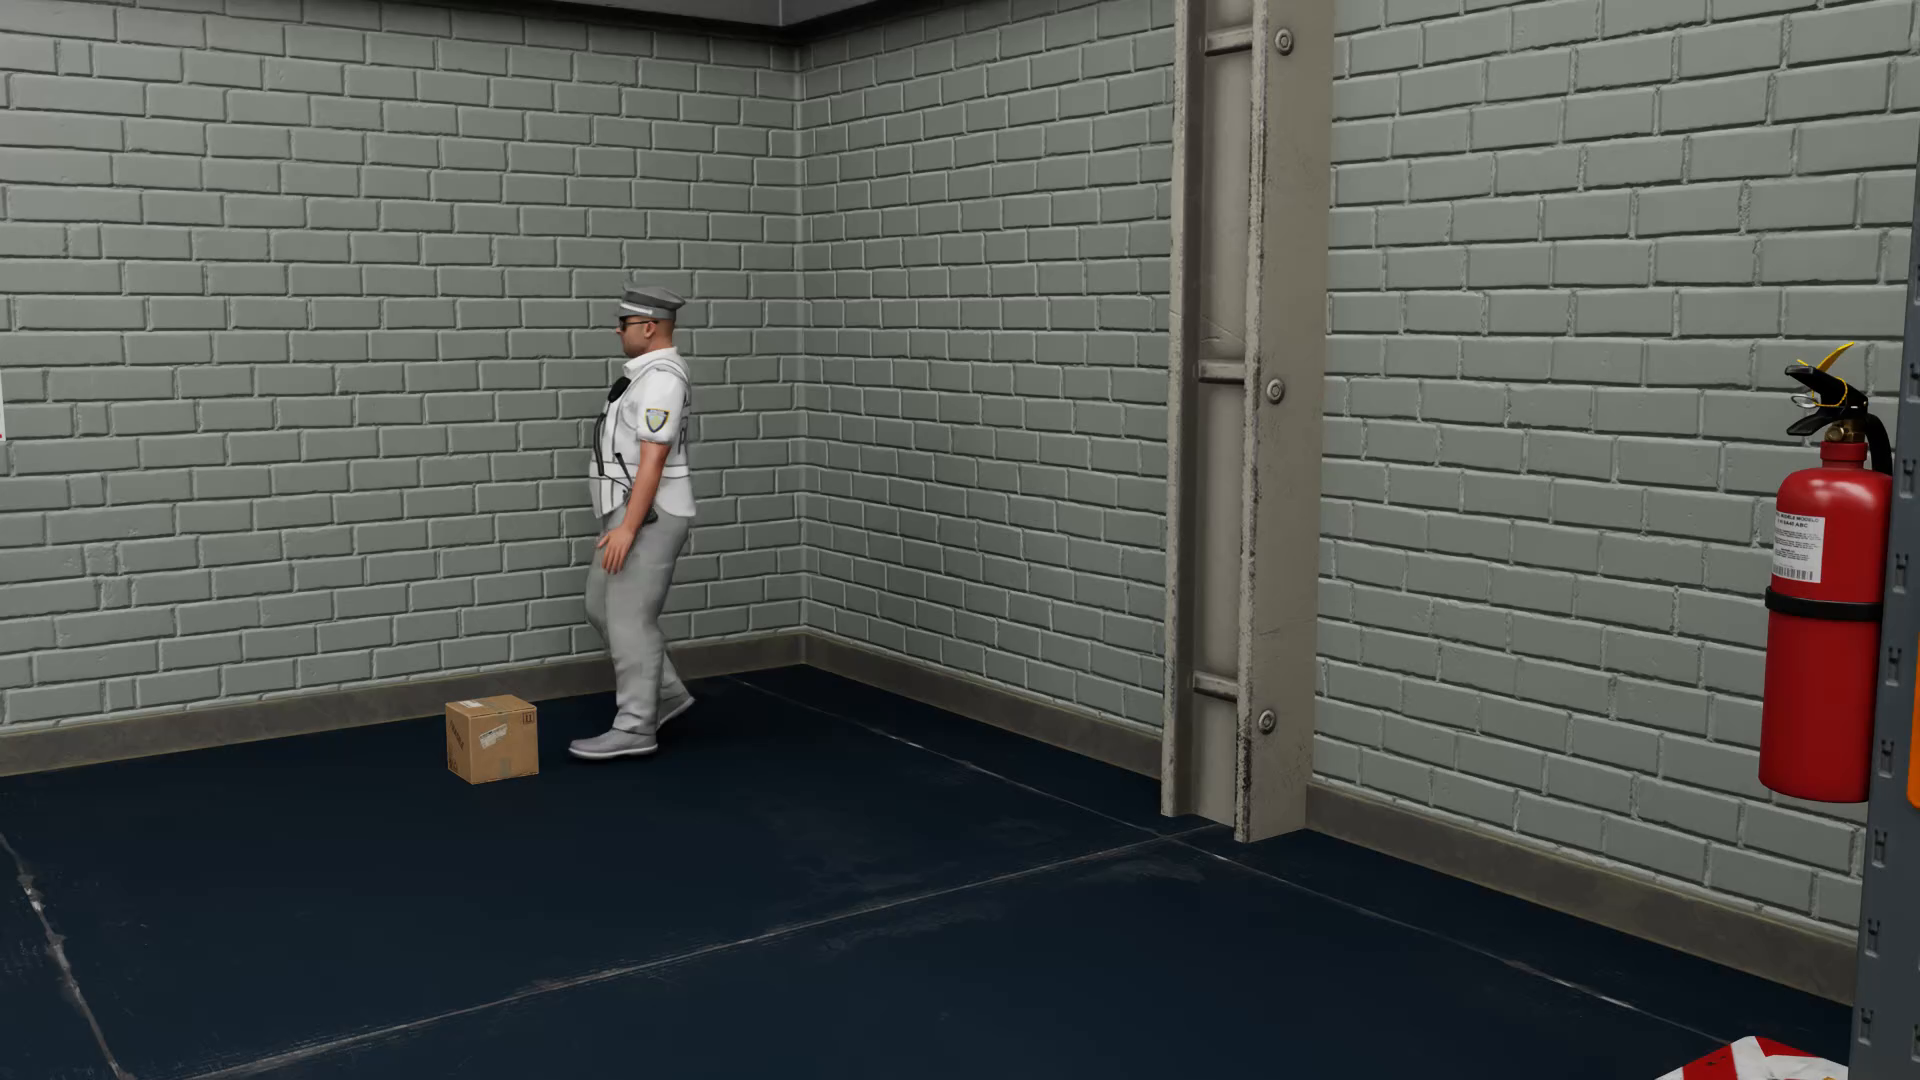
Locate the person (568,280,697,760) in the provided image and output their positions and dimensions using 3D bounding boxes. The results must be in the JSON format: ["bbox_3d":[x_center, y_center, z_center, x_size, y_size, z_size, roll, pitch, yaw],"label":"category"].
[{"bbox_3d":[-1.229,-0.062,6.182,0.490,1.785,0.556,-2,8,-12],"label":"person"}]
